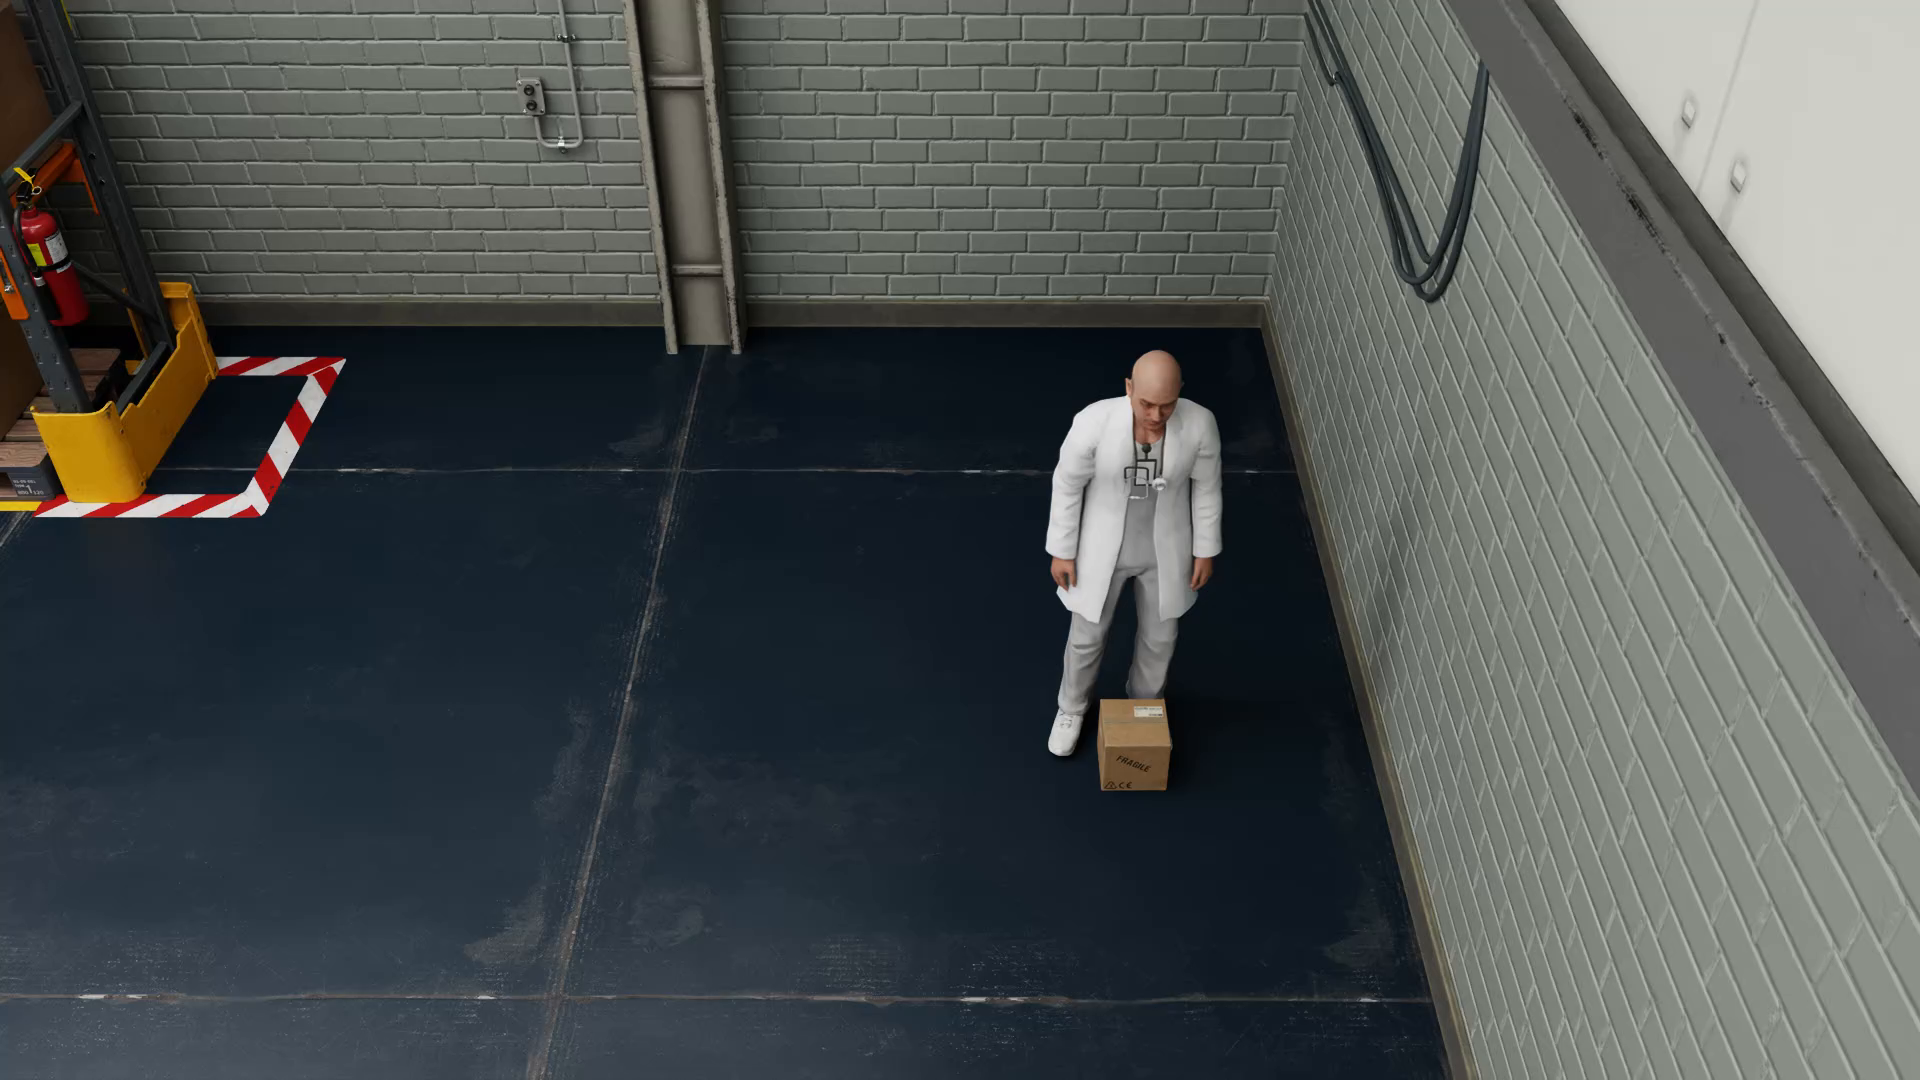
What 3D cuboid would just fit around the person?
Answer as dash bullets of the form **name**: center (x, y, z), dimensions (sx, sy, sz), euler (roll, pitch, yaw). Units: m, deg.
- **person**: center (0.637, 0.045, 6.111), dimensions (0.647, 1.774, 0.421), euler (0, 39, 0)
